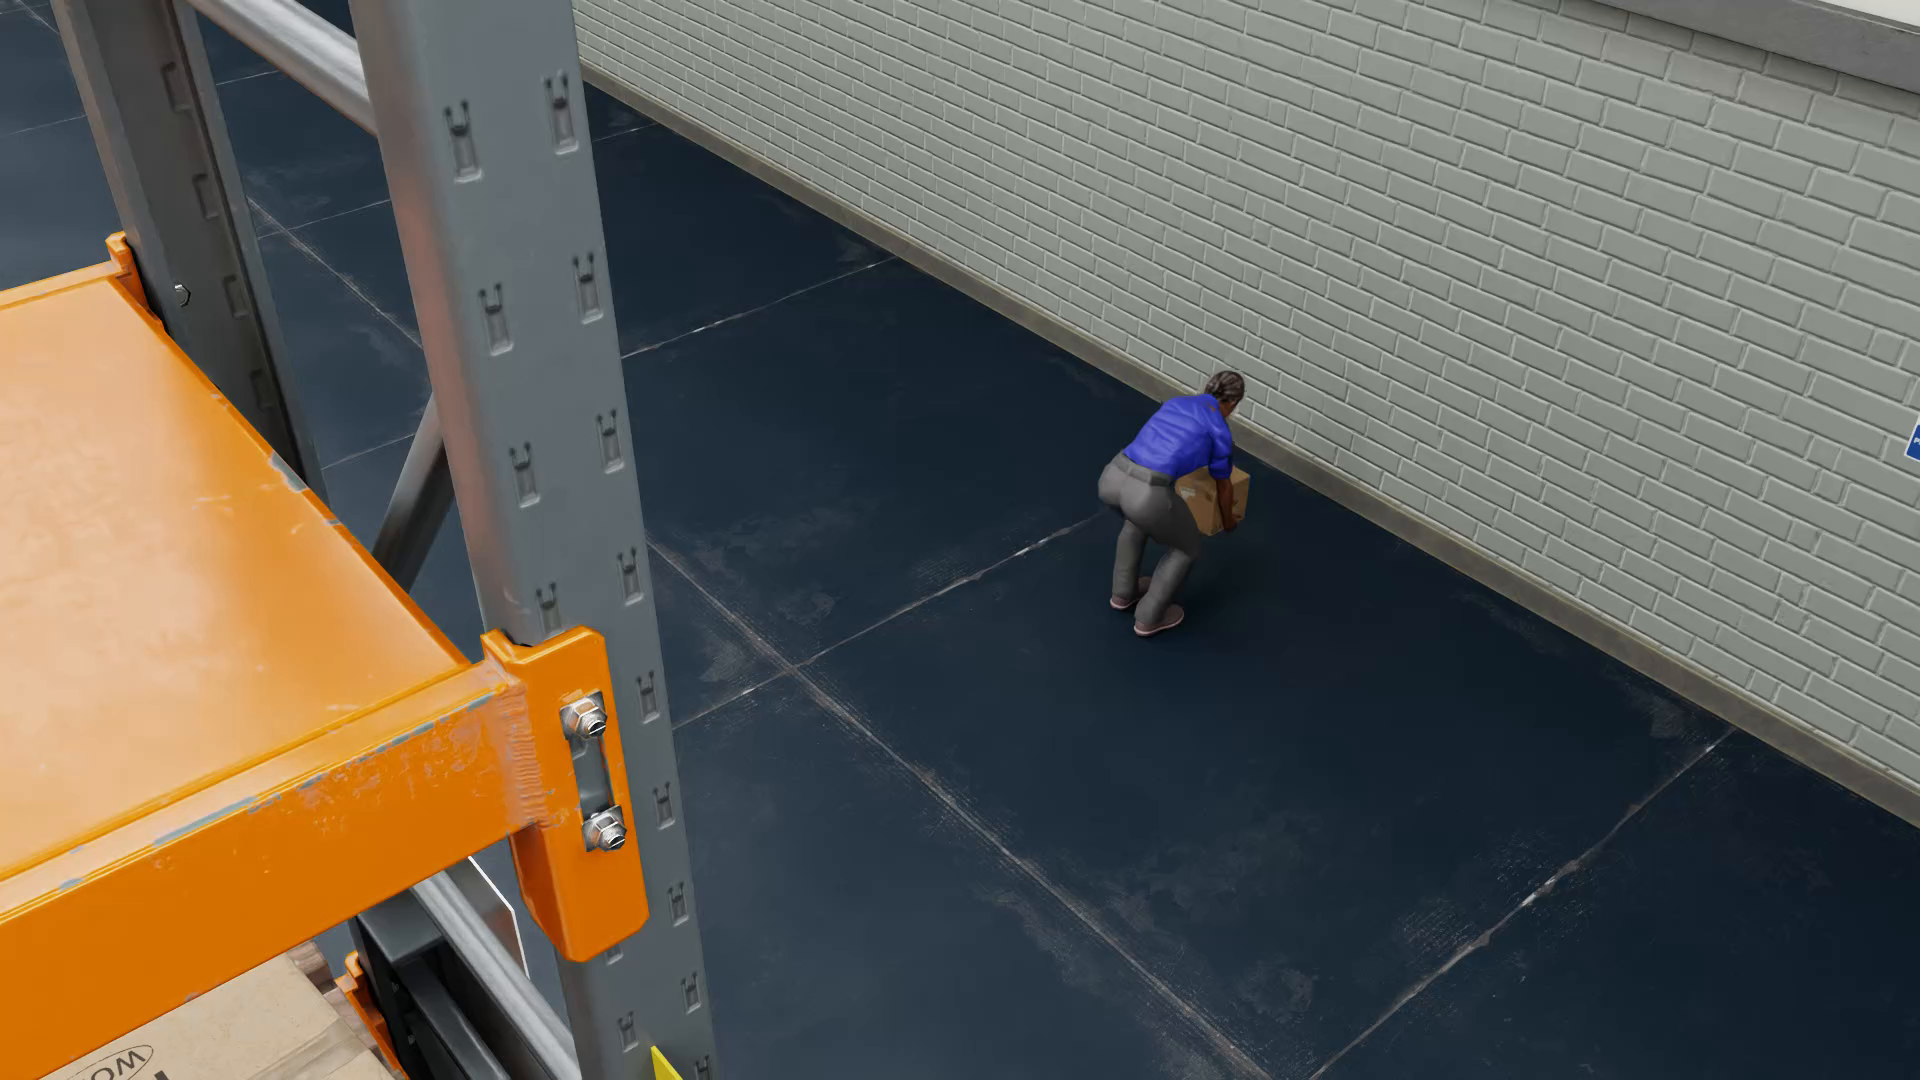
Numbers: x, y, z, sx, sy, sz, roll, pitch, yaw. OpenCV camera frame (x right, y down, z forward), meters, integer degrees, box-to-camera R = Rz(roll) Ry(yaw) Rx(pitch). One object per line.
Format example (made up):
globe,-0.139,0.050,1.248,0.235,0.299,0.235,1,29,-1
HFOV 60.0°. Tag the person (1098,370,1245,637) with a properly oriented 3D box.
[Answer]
person,1.002,-0.170,7.768,0.846,1.126,0.437,-28,45,-33
